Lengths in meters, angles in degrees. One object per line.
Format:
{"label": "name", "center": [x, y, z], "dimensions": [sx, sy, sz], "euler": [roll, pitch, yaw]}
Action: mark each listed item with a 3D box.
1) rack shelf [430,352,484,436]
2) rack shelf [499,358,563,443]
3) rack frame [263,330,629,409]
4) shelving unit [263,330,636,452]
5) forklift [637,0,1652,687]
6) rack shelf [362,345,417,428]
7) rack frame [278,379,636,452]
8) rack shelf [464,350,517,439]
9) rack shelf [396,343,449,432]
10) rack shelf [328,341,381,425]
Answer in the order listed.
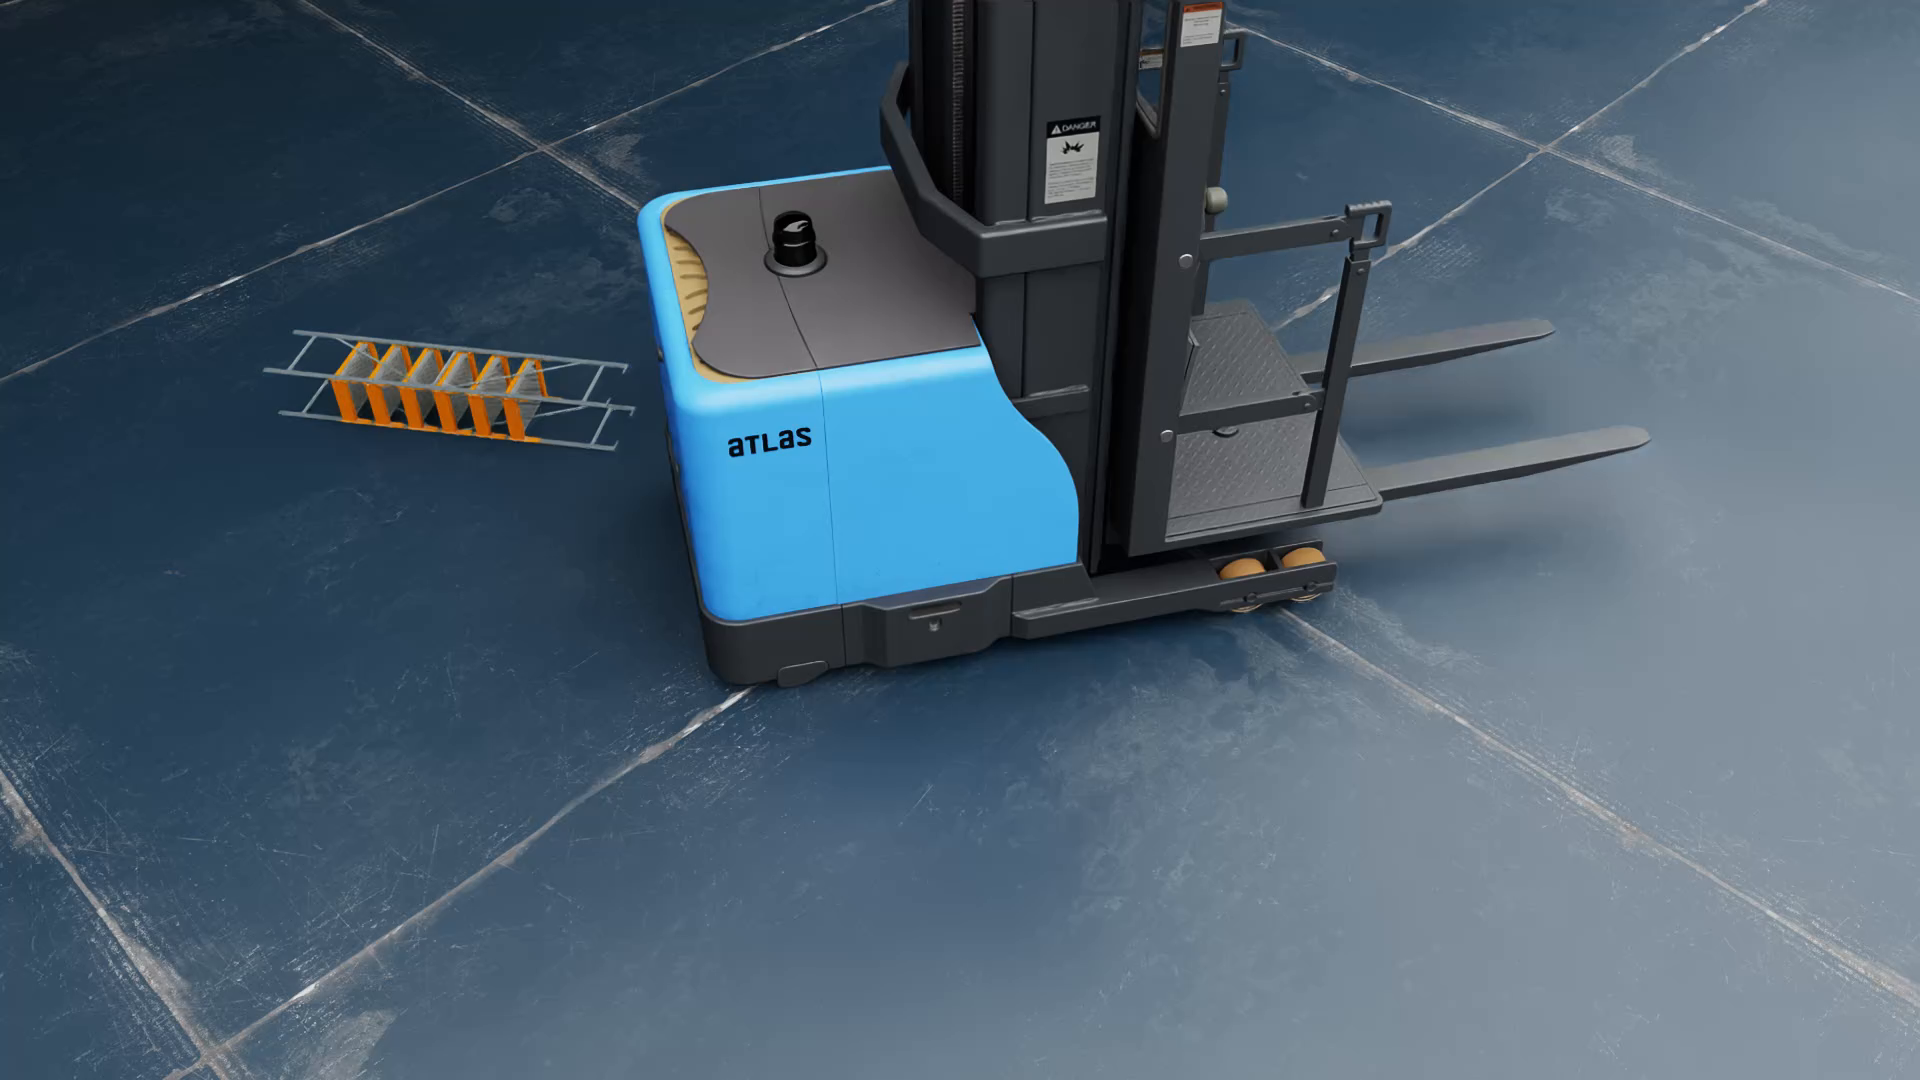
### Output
{"label": "rack shelf", "center": [-1.686, -0.507, 5.656], "dimensions": [0.103, 0.180, 0.258], "euler": [6, 43, 7]}
{"label": "rack shelf", "center": [-1.450, -0.480, 5.627], "dimensions": [0.103, 0.180, 0.258], "euler": [6, 43, 7]}
{"label": "rack frame", "center": [-1.730, -0.579, 5.599], "dimensions": [1.200, 0.006, 0.240], "euler": [6, 43, 7]}
{"label": "shelving unit", "center": [-1.730, -0.512, 5.661], "dimensions": [1.200, 0.189, 0.258], "euler": [6, 43, 7]}
{"label": "forklift", "center": [0.644, -1.197, 4.386], "dimensions": [3.031, 2.935, 1.130], "euler": [-10, 44, -10]}
{"label": "rack shelf", "center": [-1.923, -0.533, 5.685], "dimensions": [0.103, 0.180, 0.258], "euler": [6, 43, 7]}
{"label": "rack frame", "center": [-1.730, -0.444, 5.723], "dimensions": [1.200, 0.006, 0.240], "euler": [6, 43, 7]}
{"label": "rack shelf", "center": [-1.568, -0.493, 5.641], "dimensions": [0.103, 0.180, 0.258], "euler": [6, 43, 7]}
{"label": "rack shelf", "center": [-1.805, -0.520, 5.670], "dimensions": [0.103, 0.180, 0.258], "euler": [6, 43, 7]}
{"label": "rack shelf", "center": [-2.042, -0.547, 5.699], "dimensions": [0.103, 0.180, 0.258], "euler": [6, 43, 7]}
